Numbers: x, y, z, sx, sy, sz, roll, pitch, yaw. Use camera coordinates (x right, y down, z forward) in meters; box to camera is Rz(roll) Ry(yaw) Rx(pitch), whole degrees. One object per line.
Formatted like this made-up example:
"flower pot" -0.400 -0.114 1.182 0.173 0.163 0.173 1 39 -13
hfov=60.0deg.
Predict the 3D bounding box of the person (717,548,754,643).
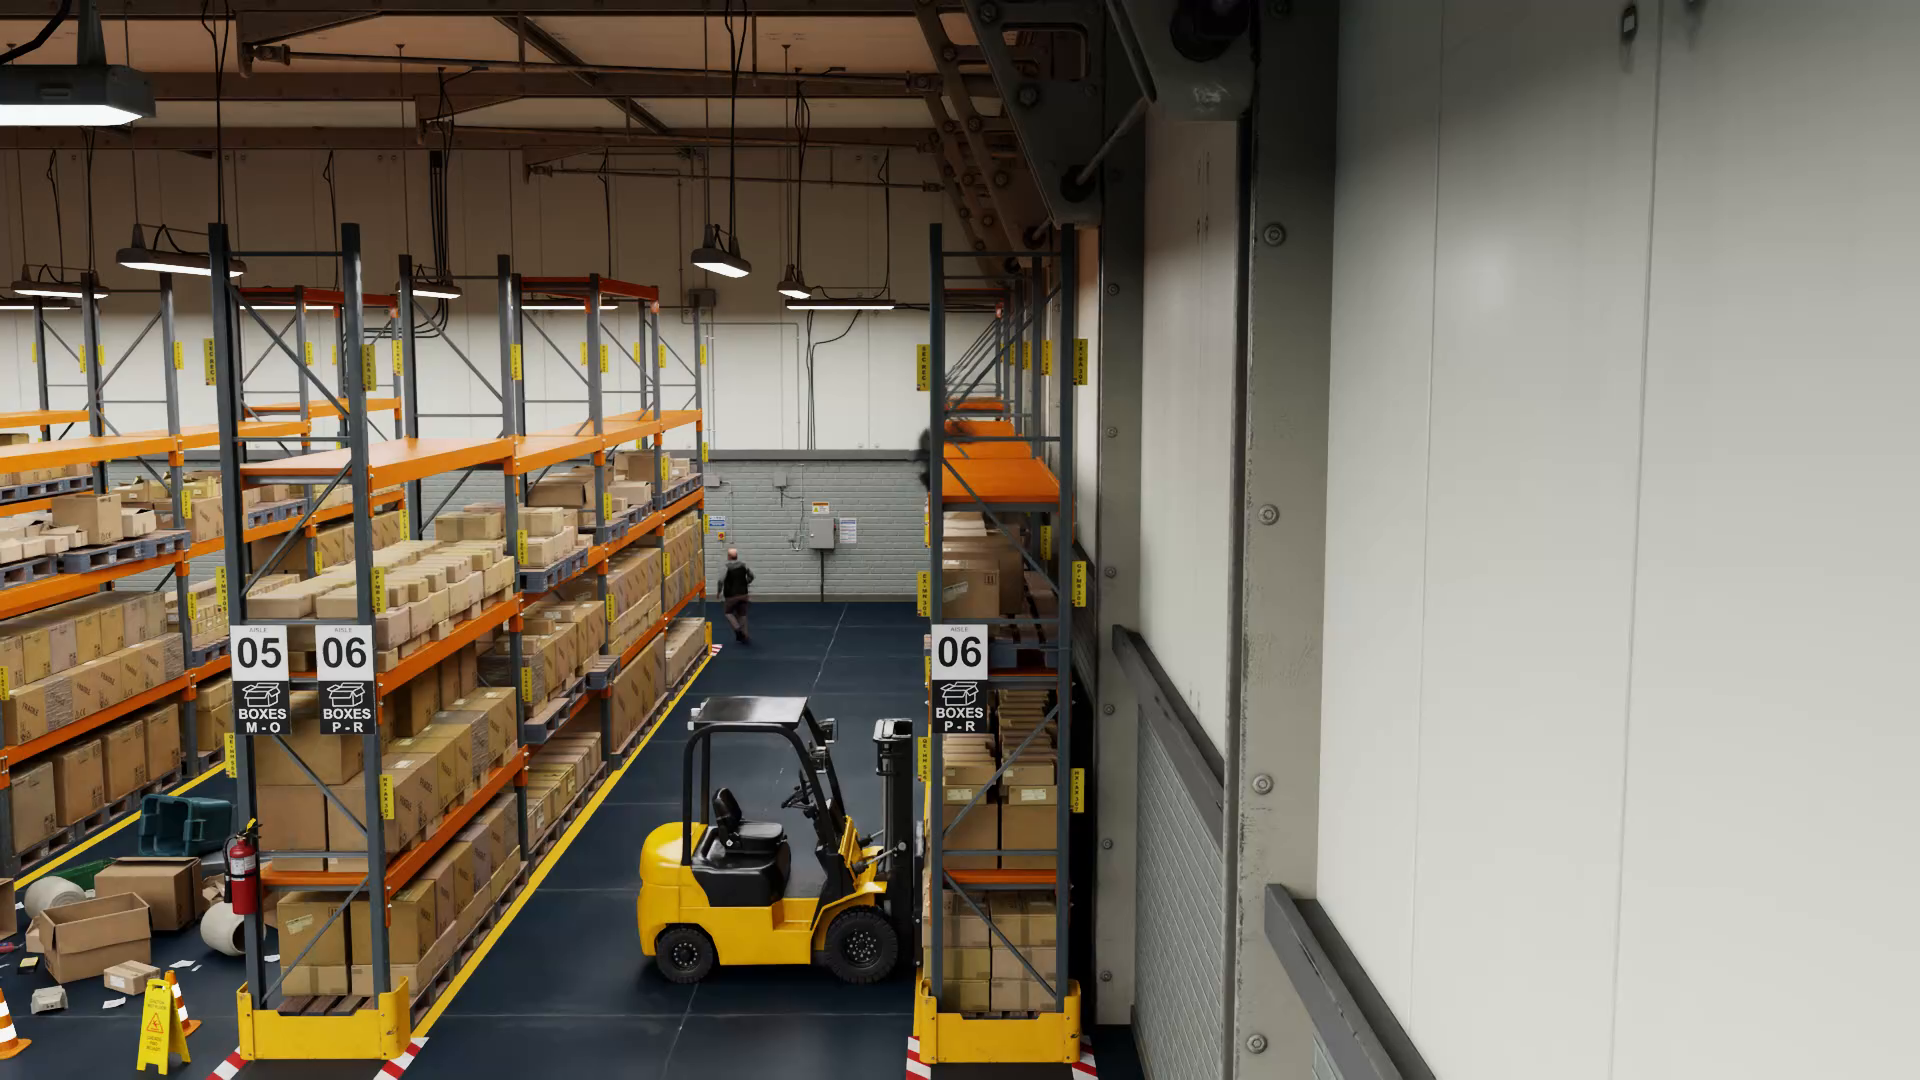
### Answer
"person" -3.948 0.964 28.940 0.728 1.671 0.520 -4 8 -30
